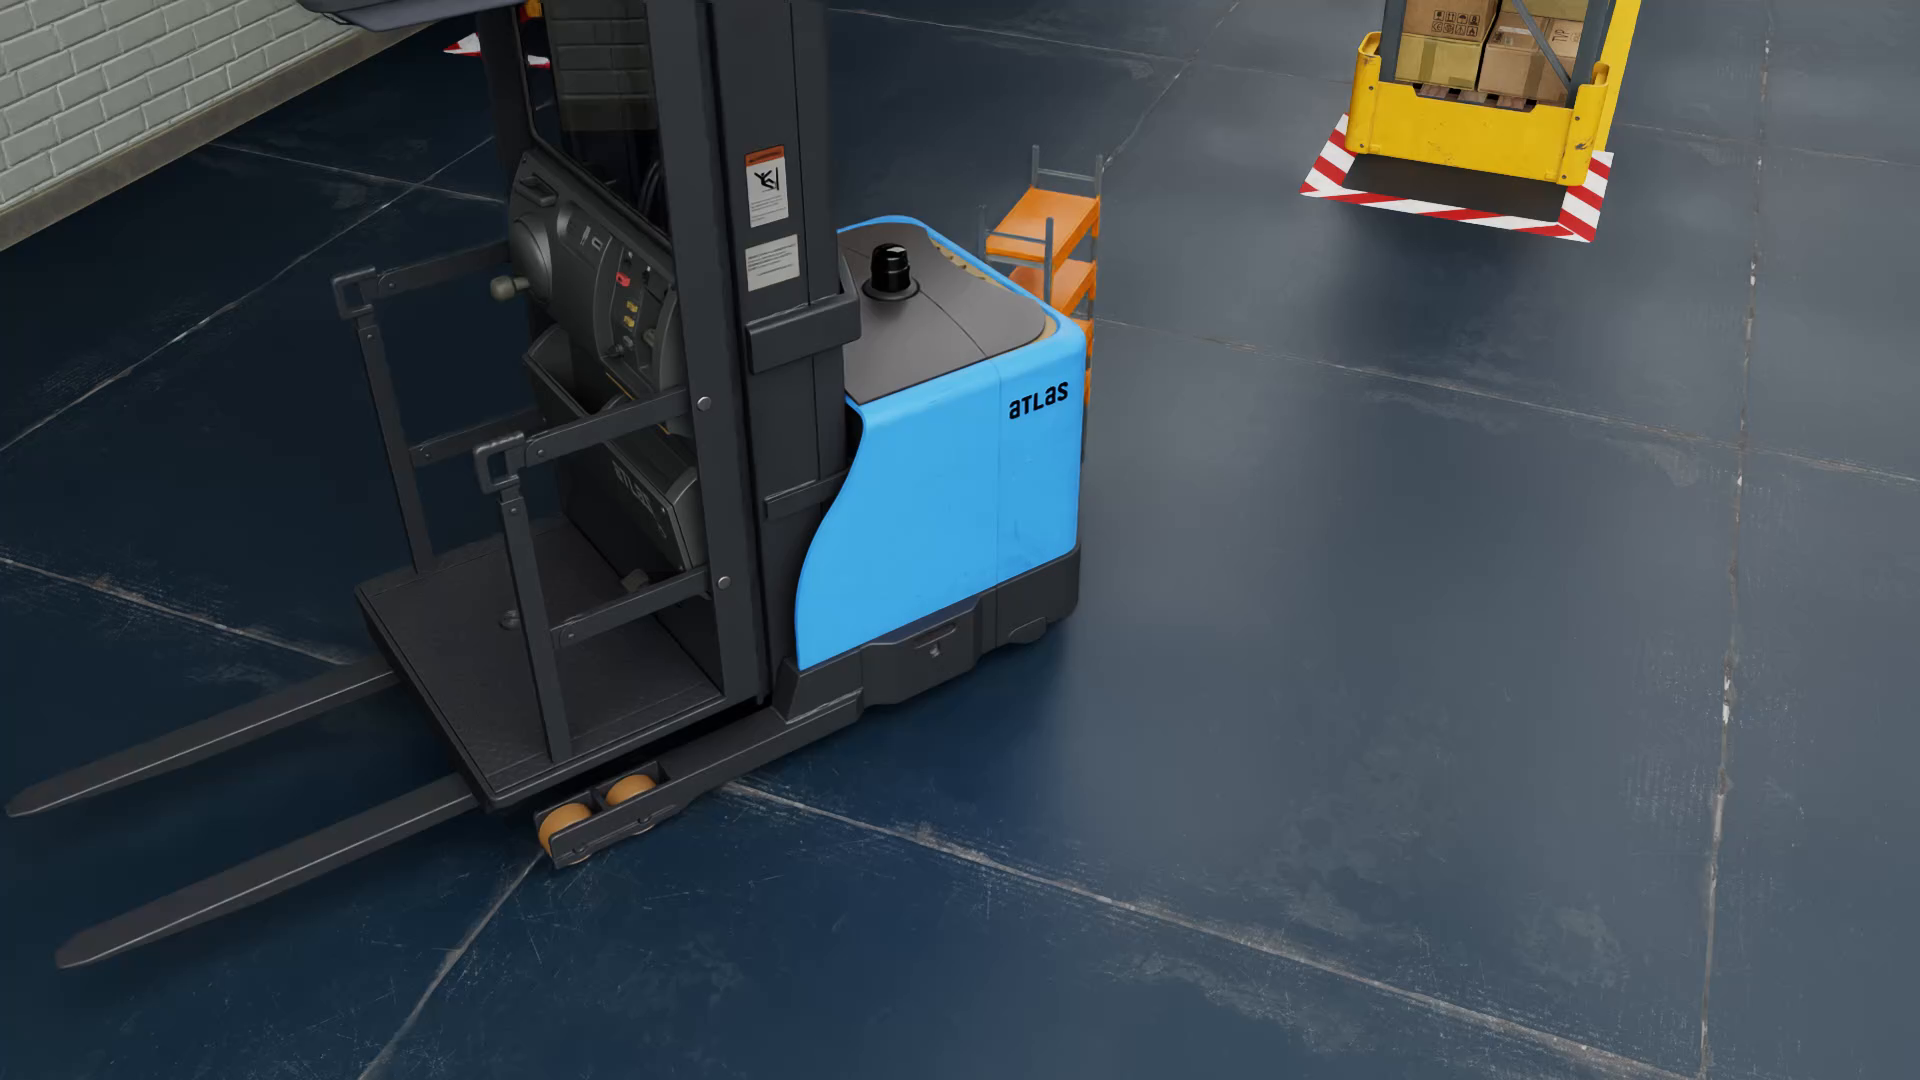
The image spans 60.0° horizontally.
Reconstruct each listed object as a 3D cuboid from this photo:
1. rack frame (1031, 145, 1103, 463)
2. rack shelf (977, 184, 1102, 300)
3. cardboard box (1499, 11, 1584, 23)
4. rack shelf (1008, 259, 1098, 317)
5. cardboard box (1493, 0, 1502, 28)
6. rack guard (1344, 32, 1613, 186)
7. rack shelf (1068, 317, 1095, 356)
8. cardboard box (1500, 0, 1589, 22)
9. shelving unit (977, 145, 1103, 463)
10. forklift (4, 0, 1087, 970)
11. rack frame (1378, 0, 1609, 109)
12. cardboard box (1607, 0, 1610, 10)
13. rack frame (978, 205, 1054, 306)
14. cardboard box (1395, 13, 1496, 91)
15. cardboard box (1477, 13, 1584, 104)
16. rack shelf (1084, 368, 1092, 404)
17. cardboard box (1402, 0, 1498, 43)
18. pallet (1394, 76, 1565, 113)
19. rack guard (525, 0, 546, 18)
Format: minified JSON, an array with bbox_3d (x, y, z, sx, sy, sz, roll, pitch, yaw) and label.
[{"bbox_3d":[0.352,-0.794,5.810,0.240,1.200,0.015,13,39,17],"label":"rack frame"},{"bbox_3d":[0.262,-0.973,5.393,0.258,0.148,0.480,13,39,17],"label":"rack shelf"},{"bbox_3d":[3.136,-2.732,8.845,0.500,0.250,0.500,14,39,18],"label":"cardboard box"},{"bbox_3d":[0.262,-0.783,5.534,0.258,0.148,0.480,13,39,17],"label":"rack shelf"},{"bbox_3d":[2.649,-2.852,9.006,0.500,0.250,0.500,14,39,18],"label":"cardboard box"},{"bbox_3d":[2.530,-2.127,8.178,1.175,0.500,0.348,14,39,18],"label":"rack guard"},{"bbox_3d":[0.262,-0.604,5.668,0.258,0.148,0.480,13,39,17],"label":"rack shelf"},{"bbox_3d":[3.138,-3.032,8.620,0.500,0.500,0.500,14,39,18],"label":"cardboard box"},{"bbox_3d":[0.262,-0.658,5.628,0.258,1.200,0.503,13,39,17],"label":"shelving unit"},{"bbox_3d":[-1.118,-0.647,4.167,3.031,2.935,1.130,-23,42,-27],"label":"forklift"},{"bbox_3d":[2.539,-3.141,7.447,1.000,3.000,0.127,14,39,18],"label":"rack frame"},{"bbox_3d":[3.521,-3.284,9.585,0.500,0.250,0.500,14,39,18],"label":"cardboard box"},{"bbox_3d":[0.172,-0.522,5.446,0.240,1.200,0.015,13,39,17],"label":"rack frame"},{"bbox_3d":[2.470,-2.572,8.632,0.500,0.250,0.500,14,39,18],"label":"cardboard box"},{"bbox_3d":[2.949,-2.454,8.474,0.500,0.250,0.500,14,39,18],"label":"cardboard box"},{"bbox_3d":[0.262,-0.445,5.787,0.258,0.148,0.480,13,39,17],"label":"rack shelf"},{"bbox_3d":[2.468,-2.873,8.408,0.500,0.500,0.500,14,39,18],"label":"cardboard box"},{"bbox_3d":[2.792,-2.457,8.861,1.003,0.211,1.213,14,39,18],"label":"pallet"},{"bbox_3d":[-2.014,-3.308,9.759,1.175,0.500,0.348,14,39,18],"label":"rack guard"}]
